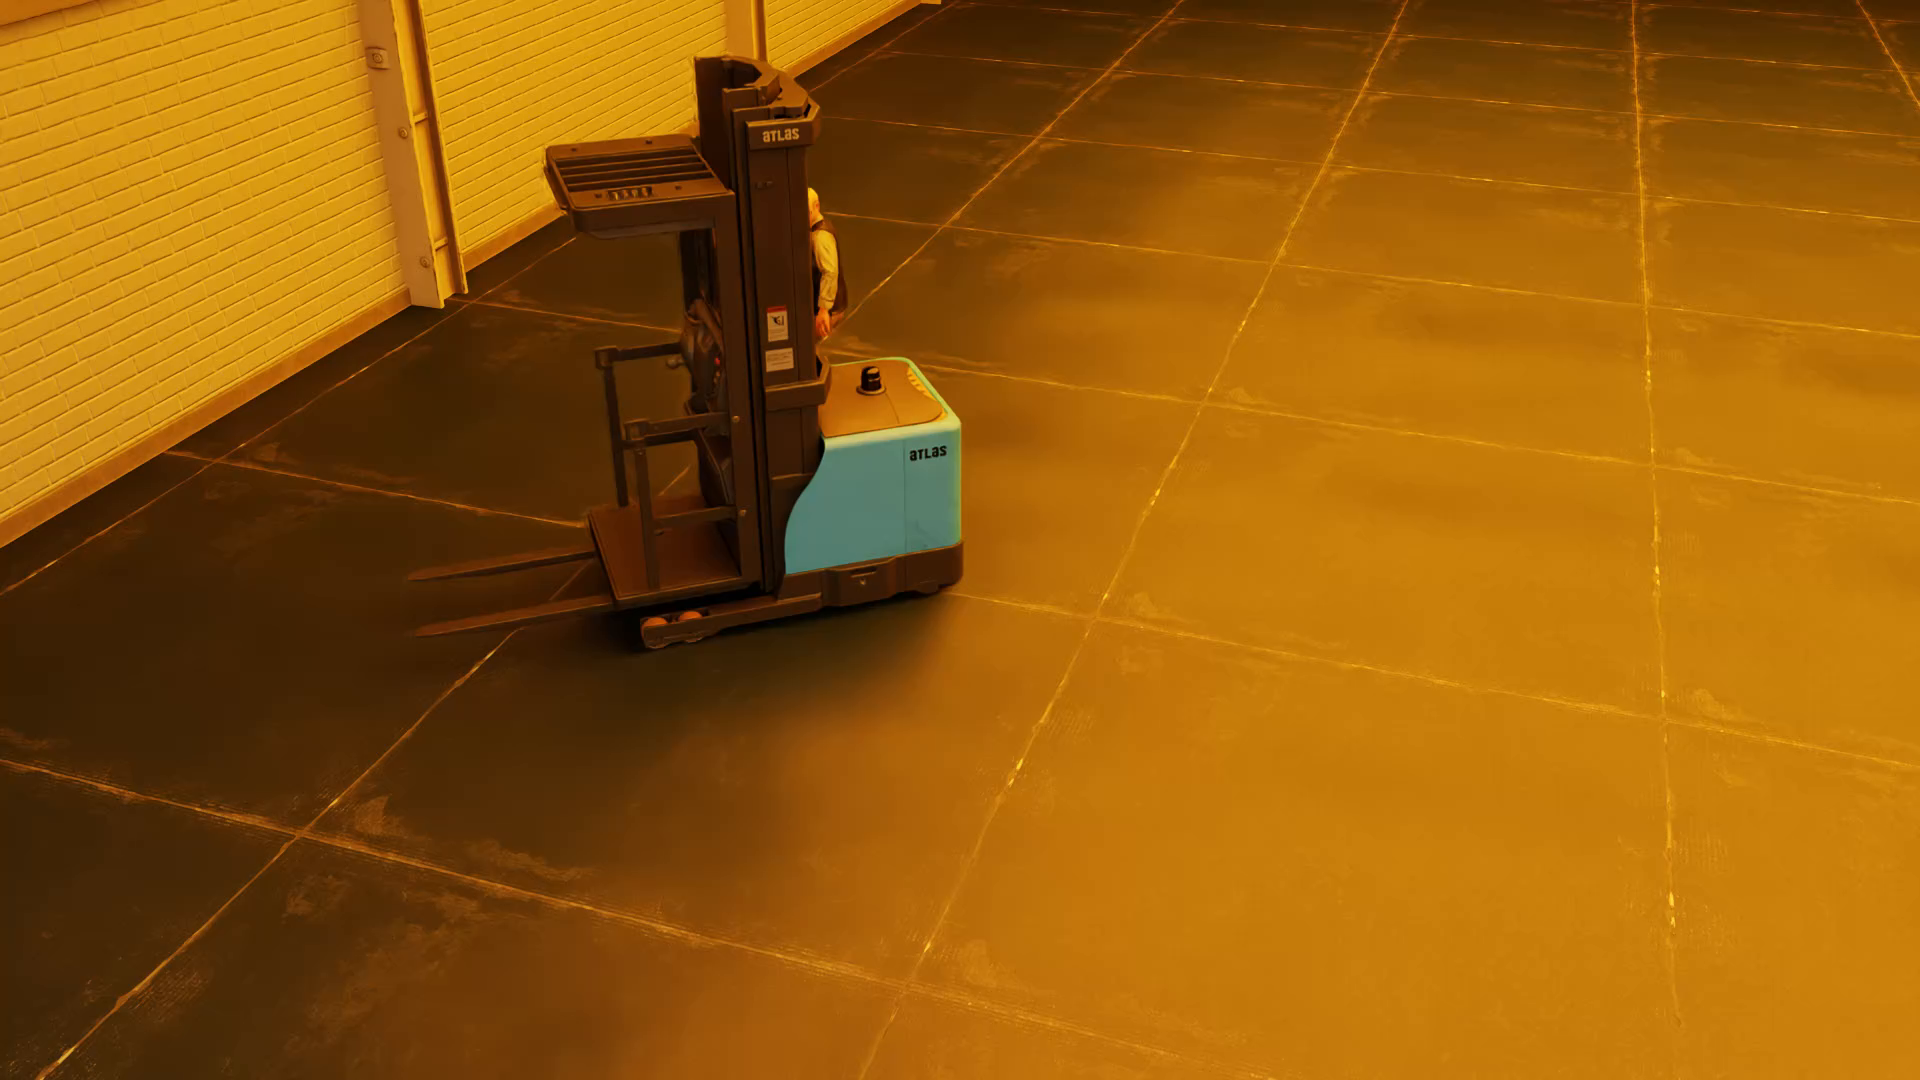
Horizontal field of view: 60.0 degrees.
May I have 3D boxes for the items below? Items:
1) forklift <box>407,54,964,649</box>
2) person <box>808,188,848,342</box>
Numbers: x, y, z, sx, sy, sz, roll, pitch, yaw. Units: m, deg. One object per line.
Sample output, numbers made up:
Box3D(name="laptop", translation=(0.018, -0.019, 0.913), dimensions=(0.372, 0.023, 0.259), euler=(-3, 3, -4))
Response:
Box3D(name="forklift", translation=(-1.553, -0.976, 8.849), dimensions=(3.031, 2.935, 1.130), euler=(-10, 31, -17))
Box3D(name="person", translation=(-1.026, -1.581, 11.254), dimensions=(0.604, 1.623, 0.802), euler=(7, 30, 12))
